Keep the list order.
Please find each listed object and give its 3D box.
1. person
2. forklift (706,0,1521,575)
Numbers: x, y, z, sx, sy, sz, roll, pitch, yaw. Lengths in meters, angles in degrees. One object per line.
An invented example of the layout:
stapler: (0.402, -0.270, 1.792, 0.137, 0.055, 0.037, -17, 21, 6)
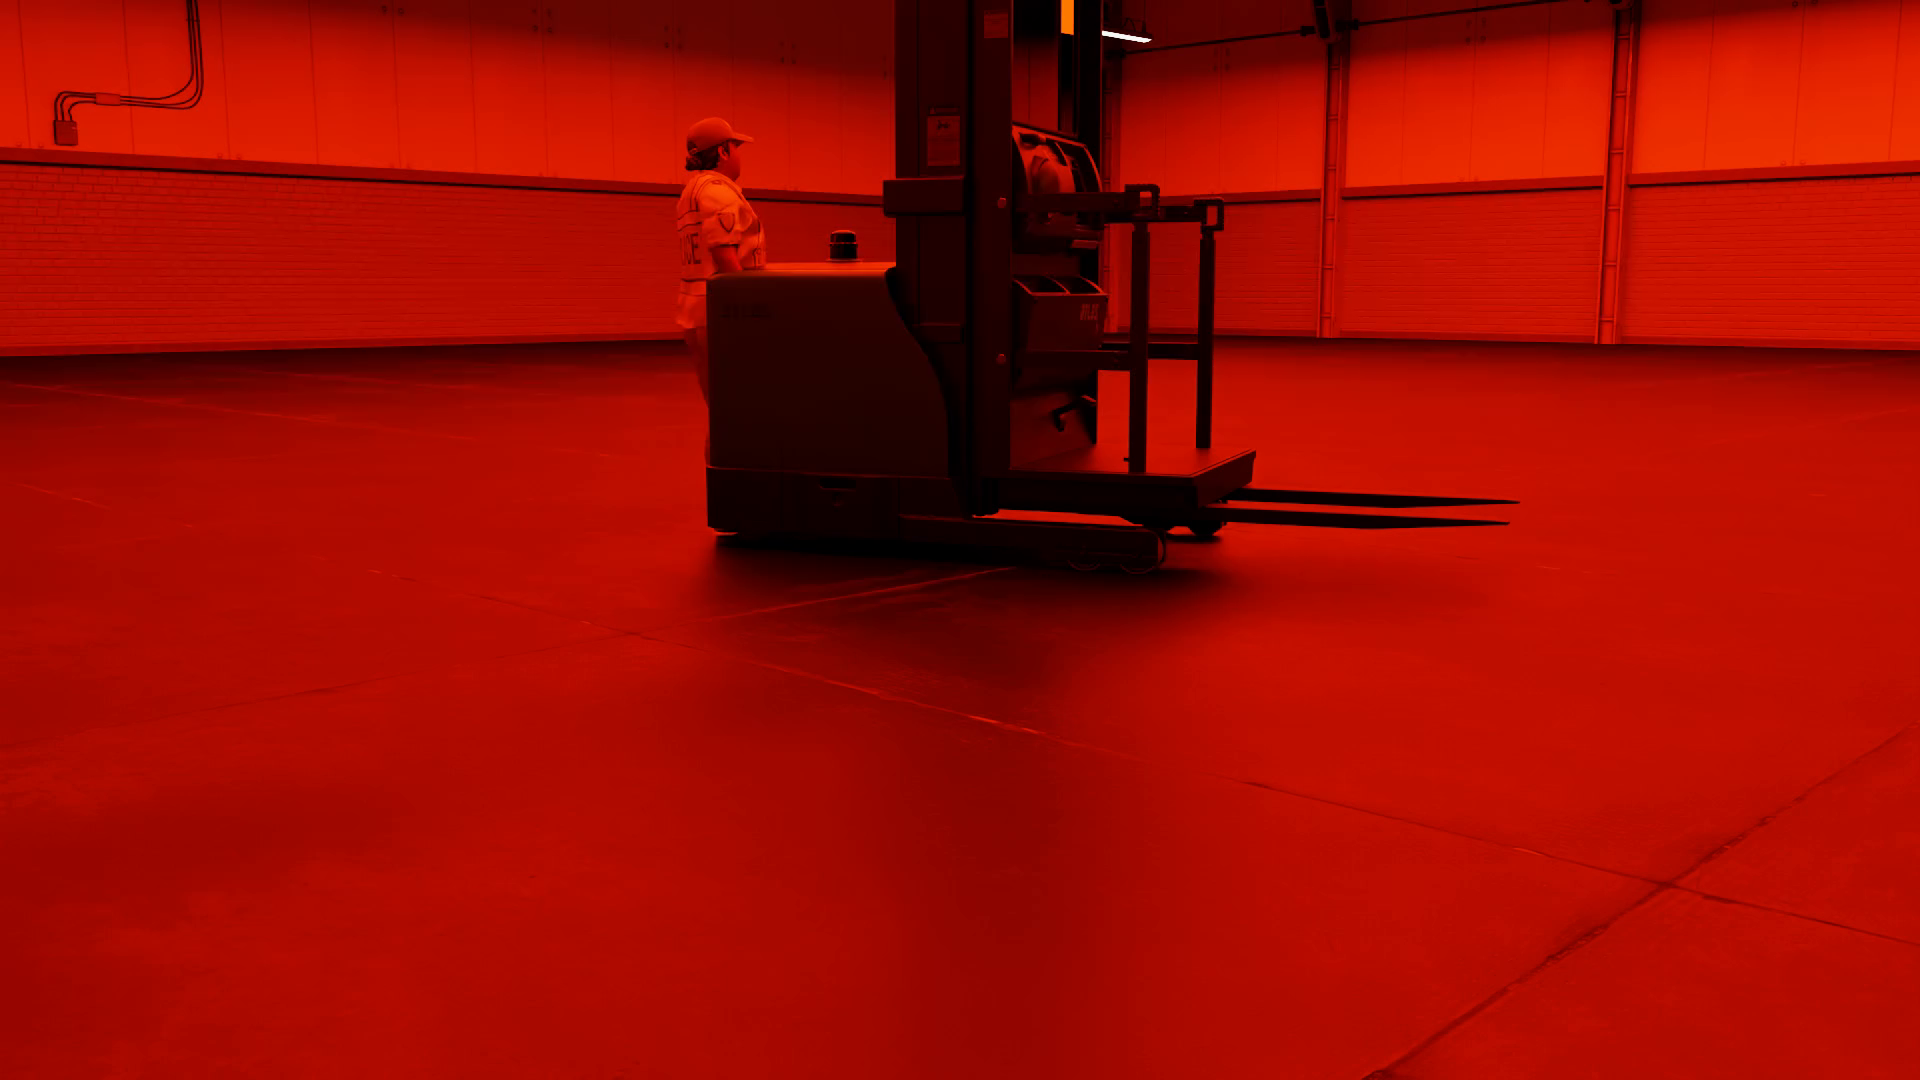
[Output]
person: (-0.855, -0.850, 6.712, 0.529, 1.670, 0.598, -4, 9, -25)
forklift: (0.565, -1.416, 6.275, 3.031, 2.935, 1.130, 3, 9, 22)
